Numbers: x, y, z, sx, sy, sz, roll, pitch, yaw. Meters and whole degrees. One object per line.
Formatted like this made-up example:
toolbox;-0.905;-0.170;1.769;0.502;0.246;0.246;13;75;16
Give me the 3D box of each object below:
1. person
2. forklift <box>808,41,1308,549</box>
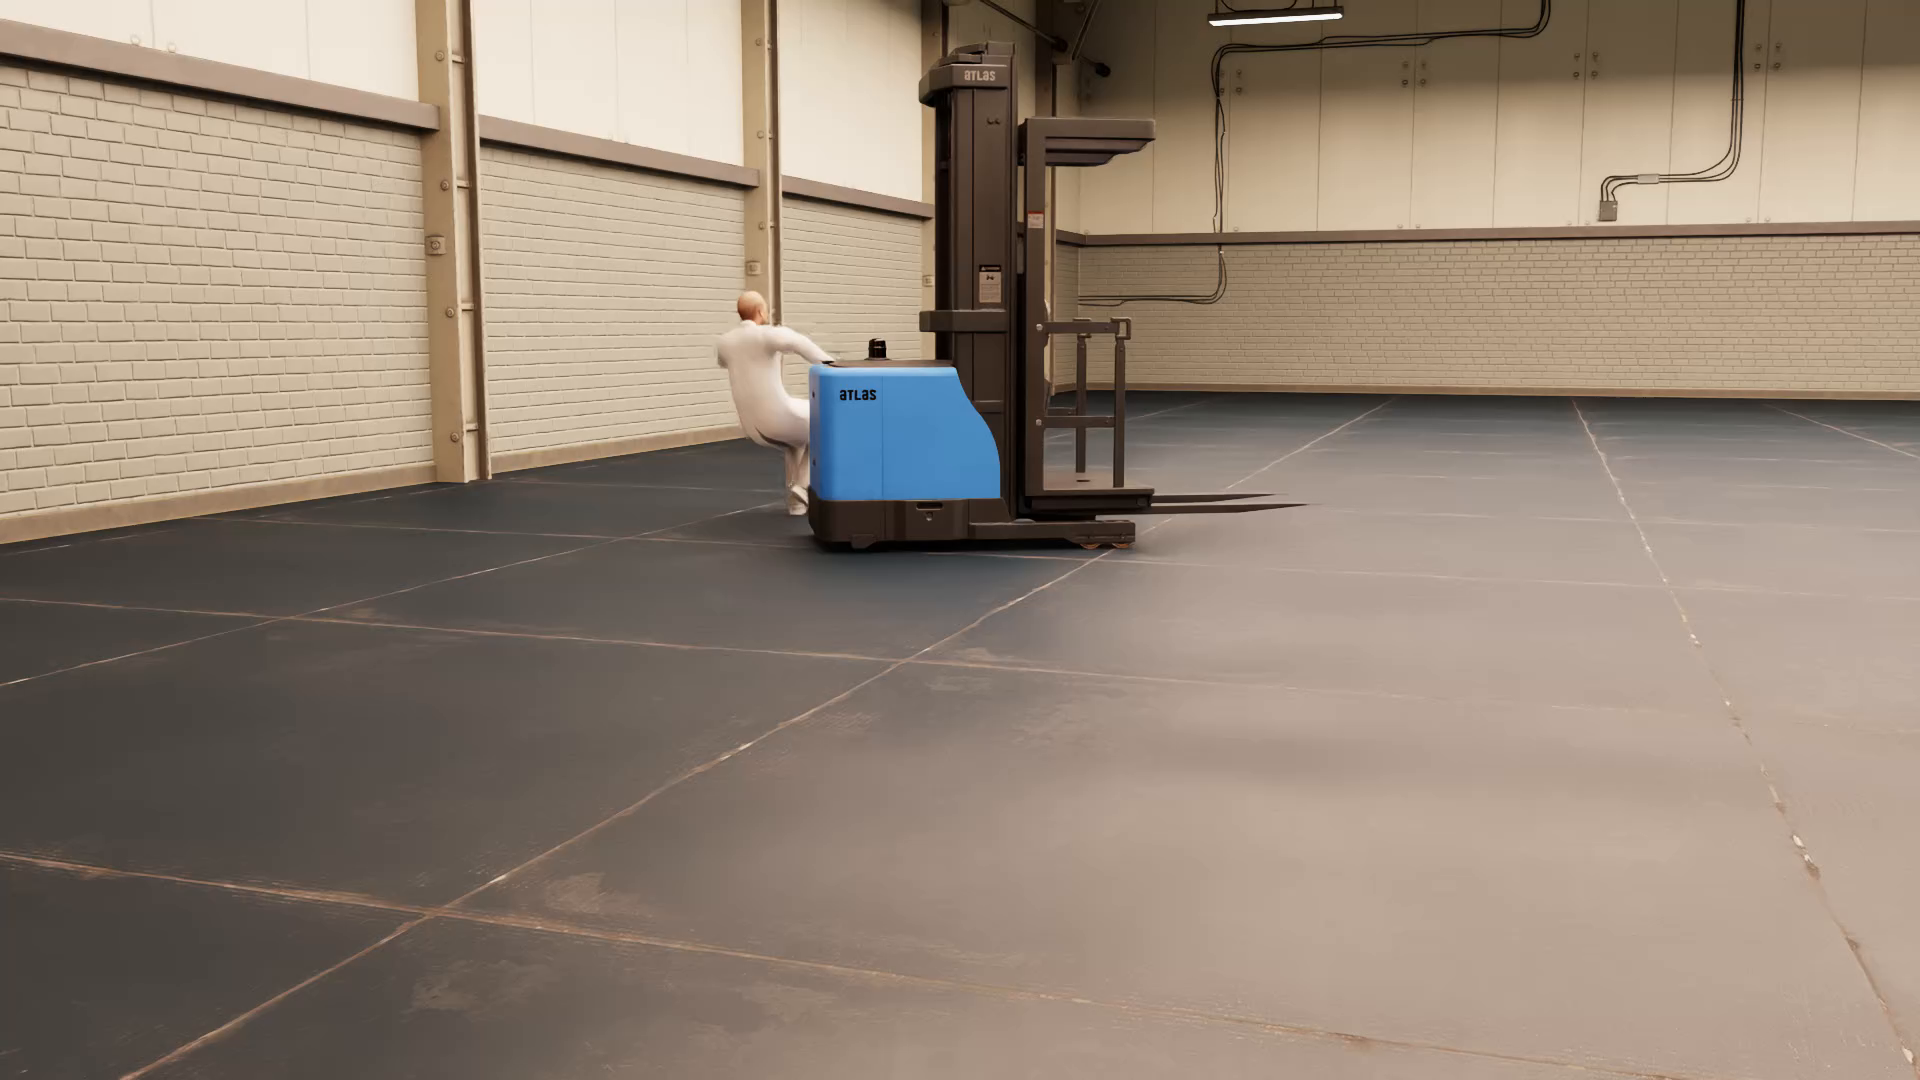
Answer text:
person;-1.149;-0.911;11.303;1.065;1.535;0.896;5;9;33
forklift;0.603;-1.466;10.181;3.031;2.935;1.130;-1;7;-9
